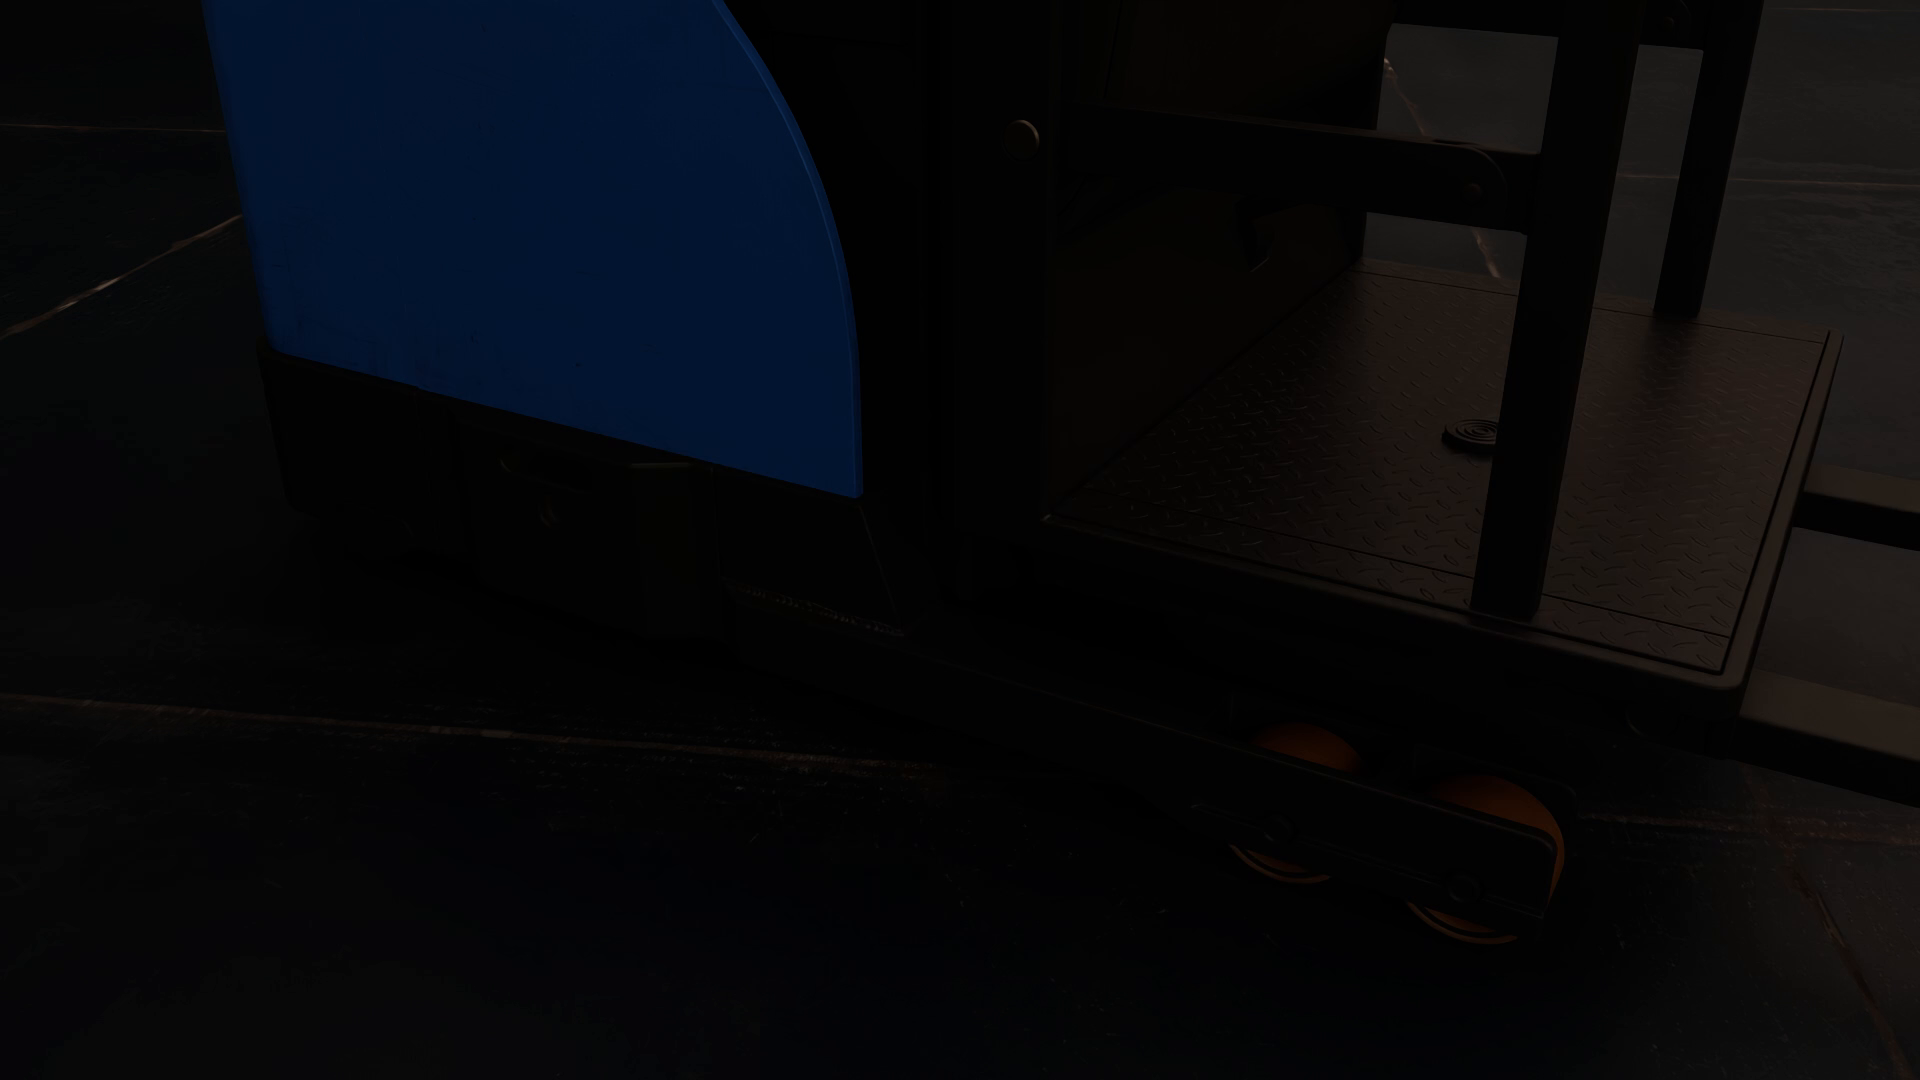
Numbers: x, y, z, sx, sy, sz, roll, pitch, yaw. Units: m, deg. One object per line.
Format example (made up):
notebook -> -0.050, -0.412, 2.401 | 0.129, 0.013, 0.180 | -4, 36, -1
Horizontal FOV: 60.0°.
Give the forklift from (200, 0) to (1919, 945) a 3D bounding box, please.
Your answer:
forklift -> 0.529, -1.176, 1.574 | 3.031, 2.935, 1.130 | 14, 30, 26
